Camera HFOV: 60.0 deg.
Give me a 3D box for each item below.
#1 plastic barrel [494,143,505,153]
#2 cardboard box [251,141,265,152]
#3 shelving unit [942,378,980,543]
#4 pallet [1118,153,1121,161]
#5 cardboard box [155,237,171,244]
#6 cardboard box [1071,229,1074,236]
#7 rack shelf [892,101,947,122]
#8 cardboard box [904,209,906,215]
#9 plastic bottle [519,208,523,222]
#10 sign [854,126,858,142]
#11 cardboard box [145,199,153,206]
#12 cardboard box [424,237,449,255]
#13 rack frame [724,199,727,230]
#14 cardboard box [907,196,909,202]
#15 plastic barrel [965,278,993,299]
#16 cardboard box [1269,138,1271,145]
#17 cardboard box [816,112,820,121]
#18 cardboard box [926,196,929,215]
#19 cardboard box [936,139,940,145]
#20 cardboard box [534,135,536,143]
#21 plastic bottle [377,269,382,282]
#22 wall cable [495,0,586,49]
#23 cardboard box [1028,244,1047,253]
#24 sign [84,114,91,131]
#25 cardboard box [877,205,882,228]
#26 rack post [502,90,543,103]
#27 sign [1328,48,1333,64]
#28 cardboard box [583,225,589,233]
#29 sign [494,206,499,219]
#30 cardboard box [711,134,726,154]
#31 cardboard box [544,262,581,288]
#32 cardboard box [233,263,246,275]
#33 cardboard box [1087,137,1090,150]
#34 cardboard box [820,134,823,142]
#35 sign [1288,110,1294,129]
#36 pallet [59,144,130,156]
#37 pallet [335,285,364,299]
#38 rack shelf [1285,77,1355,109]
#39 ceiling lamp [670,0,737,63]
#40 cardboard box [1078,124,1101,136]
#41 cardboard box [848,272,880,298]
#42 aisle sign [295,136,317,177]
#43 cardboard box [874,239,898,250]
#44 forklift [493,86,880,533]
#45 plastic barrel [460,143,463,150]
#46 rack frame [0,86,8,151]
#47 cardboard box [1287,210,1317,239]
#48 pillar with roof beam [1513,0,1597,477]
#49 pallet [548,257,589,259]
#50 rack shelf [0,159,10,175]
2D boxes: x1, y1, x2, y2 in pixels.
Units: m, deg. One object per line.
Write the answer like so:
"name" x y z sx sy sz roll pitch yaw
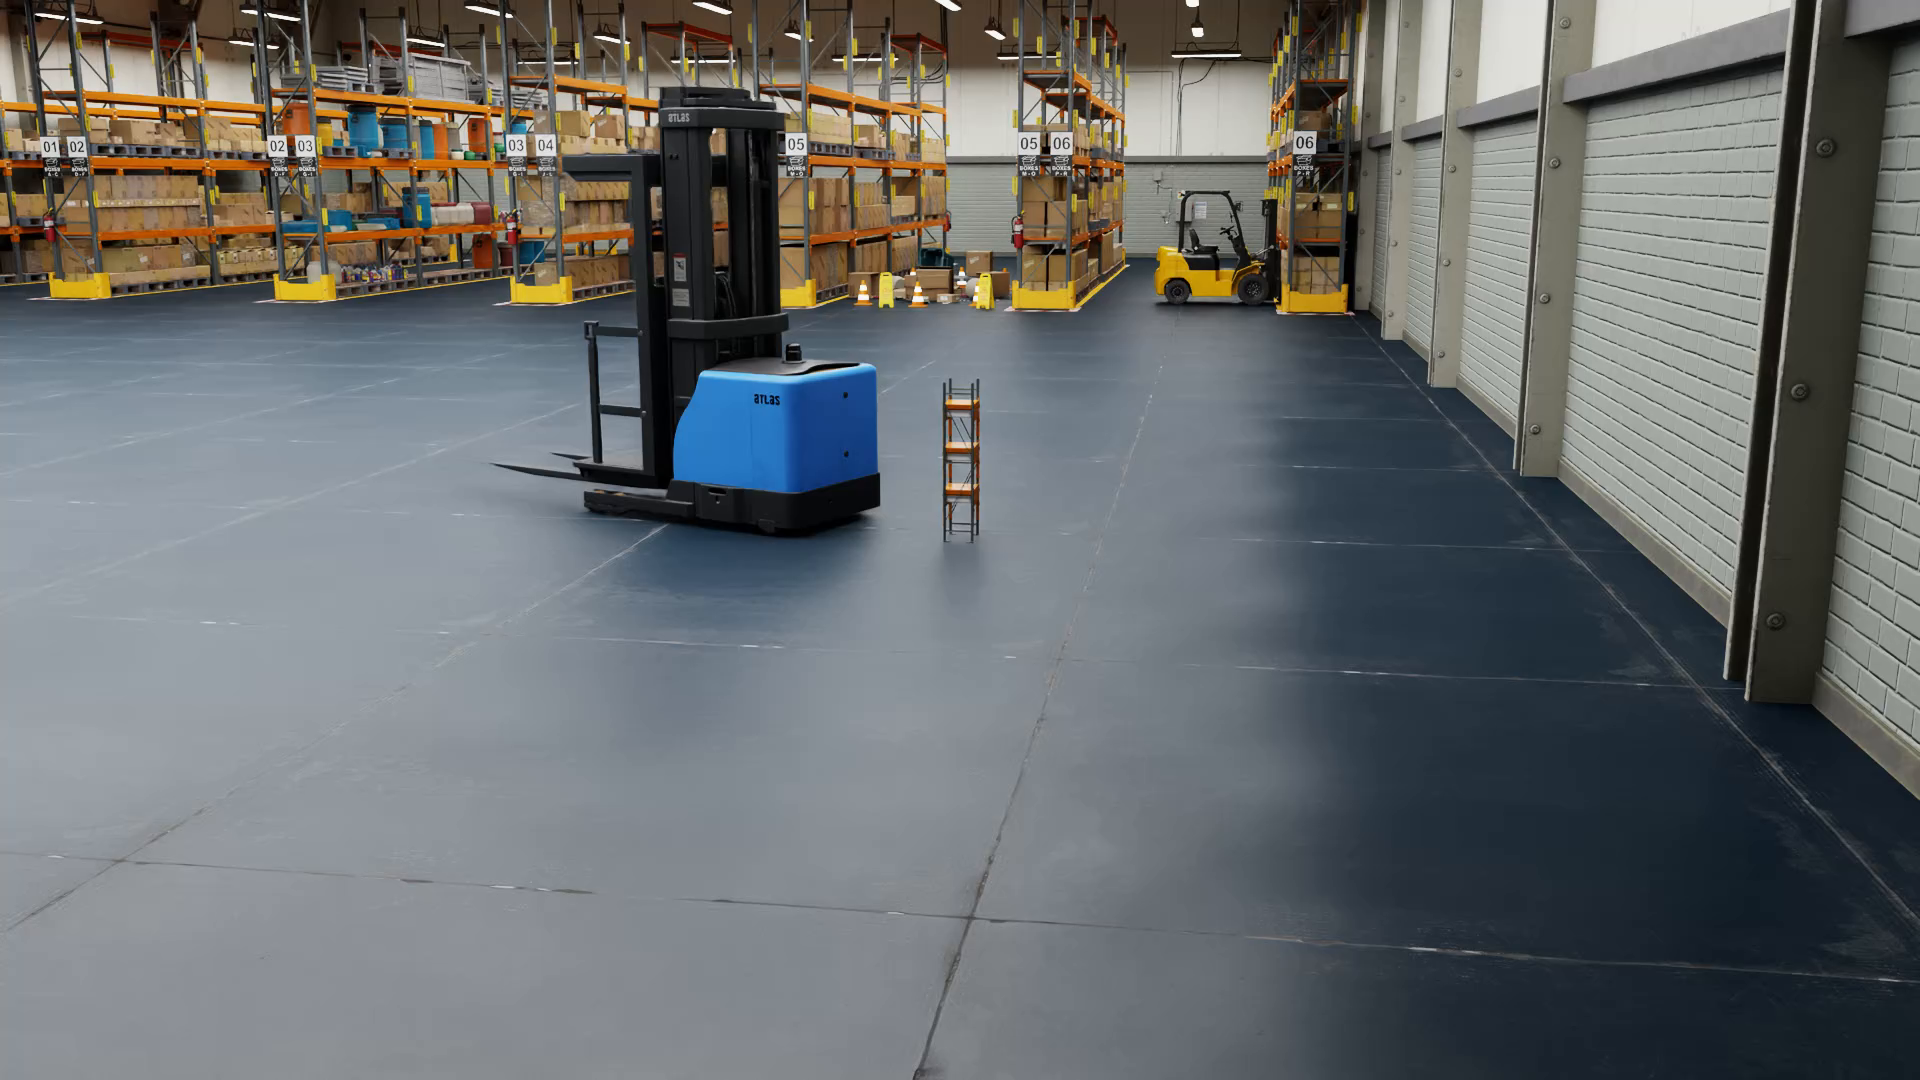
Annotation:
"plastic barrel" -11.503 -9.763 41.427 0.294 0.245 0.294 0 12 0
"cardboard box" -16.963 -9.389 39.679 0.500 0.250 0.500 2 12 8
"shelving unit" 0.008 -0.524 10.934 0.215 1.050 0.252 2 12 9
"pallet" 3.734 -10.151 44.068 1.003 0.211 1.213 2 12 9
"cardboard box" -21.298 -7.761 43.990 0.750 0.750 0.750 2 12 8
"cardboard box" 1.965 -5.854 31.634 0.380 0.149 0.250 1 12 7
"rack shelf" -1.191 -11.440 44.434 1.077 0.370 4.000 2 12 9
"cardboard box" -1.561 -8.167 41.368 0.380 0.149 0.250 2 12 11
"plastic bottle" -11.265 -8.332 42.650 0.144 0.351 0.185 2 12 9
"sign" -2.180 -8.519 34.870 0.100 0.325 0.005 2 12 9
"cardboard box" -17.507 -7.211 35.555 0.380 0.149 0.250 2 12 9
"cardboard box" -15.397 -8.653 48.913 0.500 0.500 0.500 2 12 9
"rack frame" -6.384 -8.626 43.901 1.000 3.000 0.127 2 12 9
"cardboard box" -1.490 -8.564 41.798 0.380 0.149 0.250 2 12 8
"plastic barrel" 0.384 -5.027 33.314 0.421 0.421 0.512 -10 16 -40
"cardboard box" 7.834 -9.840 41.070 0.380 0.149 0.250 2 12 10
"cardboard box" -2.900 -8.099 31.802 0.380 0.149 0.250 2 12 8
"cardboard box" -1.104 -8.837 43.935 0.500 0.500 0.500 2 12 9
"cardboard box" -0.751 -10.871 45.418 0.380 0.149 0.250 2 12 10
"cardboard box" -8.339 -7.835 32.517 0.380 0.149 0.250 1 12 7
"plastic bottle" -12.437 -5.672 35.624 0.097 0.271 0.097 0 12 0
"wall cable" -13.498 -17.025 53.220 3.097 2.526 0.112 2 12 9
"cardboard box" 1.502 -5.713 32.593 0.380 0.149 0.250 2 12 11
"sign" -17.470 -8.363 33.297 0.100 0.325 0.005 2 12 9
"cardboard box" -2.073 -7.351 37.744 0.500 0.500 0.500 2 12 8
"rack post" -11.438 -11.508 43.213 0.937 0.300 0.954 2 12 8
"sign" 8.247 -10.762 36.978 0.100 0.325 0.005 2 12 9
"cardboard box" -7.764 -6.318 33.784 0.380 0.149 0.250 2 12 9
"sign" -11.348 -8.018 40.689 0.100 0.325 0.005 2 12 9
"cardboard box" -6.463 -10.226 42.969 0.700 0.500 0.500 2 12 10
"cardboard box" -8.059 -5.367 33.712 0.500 0.500 0.500 5 13 23
"cardboard box" -17.015 -6.326 38.758 0.500 0.250 0.500 2 12 10
"cardboard box" 2.376 -8.077 33.884 0.500 0.250 0.500 2 12 8
"cardboard box" -2.858 -7.763 32.138 0.380 0.149 0.250 2 12 9
"sign" 5.934 -7.528 29.771 0.100 0.325 0.005 2 12 9
"pallet" -17.883 -8.020 34.175 1.003 0.211 1.213 2 12 9
"pallet" -13.028 -5.112 34.213 1.003 0.211 1.213 2 12 9
"rack shelf" 6.776 -8.449 31.495 1.077 0.370 4.000 2 12 9
"ceiling lamp" -7.761 -15.883 49.477 2.000 3.185 0.800 2 12 9
"cardboard box" 2.731 -8.695 35.274 0.500 0.250 0.500 2 12 7
"cardboard box" -1.953 -5.202 33.940 0.500 0.500 0.500 4 13 18
"aisle sign" -12.845 -7.535 32.667 0.394 0.787 0.004 2 12 9
"cardboard box" -1.768 -7.098 39.964 0.500 0.250 0.500 1 12 6
"forklift" -2.089 -1.688 11.867 3.031 2.935 1.130 7 14 31
"plastic barrel" -12.244 -9.420 40.200 0.421 0.512 0.421 0 12 0
"rack frame" -22.297 -10.375 37.776 1.000 3.000 0.127 2 12 9
"cardboard box" 6.284 -5.807 30.582 0.500 0.500 0.500 2 12 7
"pillar with roof beam" 0.443 -5.088 13.243 9.100 9.000 0.400 2 12 9
"pallet" -11.018 -7.833 46.837 1.003 0.211 1.213 2 12 9
"rack shelf" -22.605 -8.141 36.236 1.077 0.370 4.000 2 12 9
